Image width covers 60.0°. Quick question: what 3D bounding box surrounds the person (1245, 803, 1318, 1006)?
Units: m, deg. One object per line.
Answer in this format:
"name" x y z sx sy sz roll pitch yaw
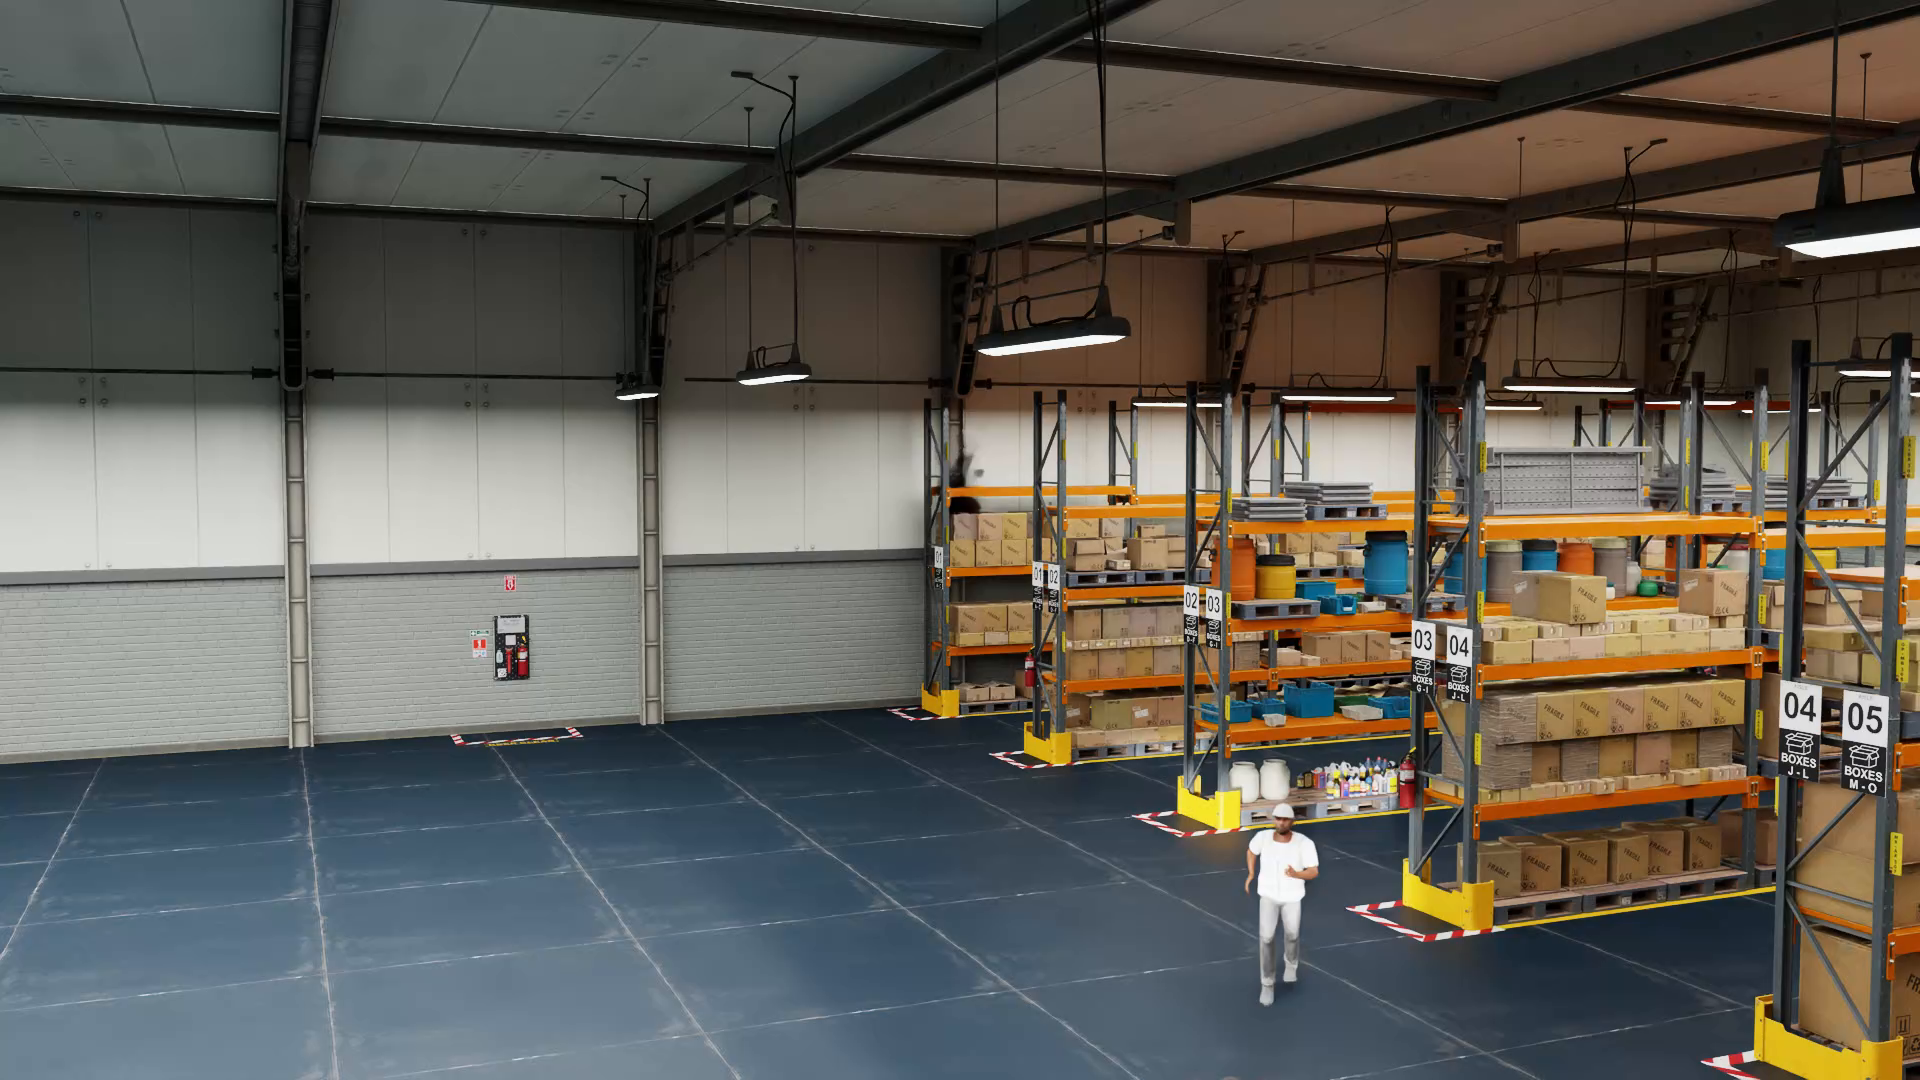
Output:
"person" 3.003 3.359 15.538 0.678 1.826 0.798 1 3 15
